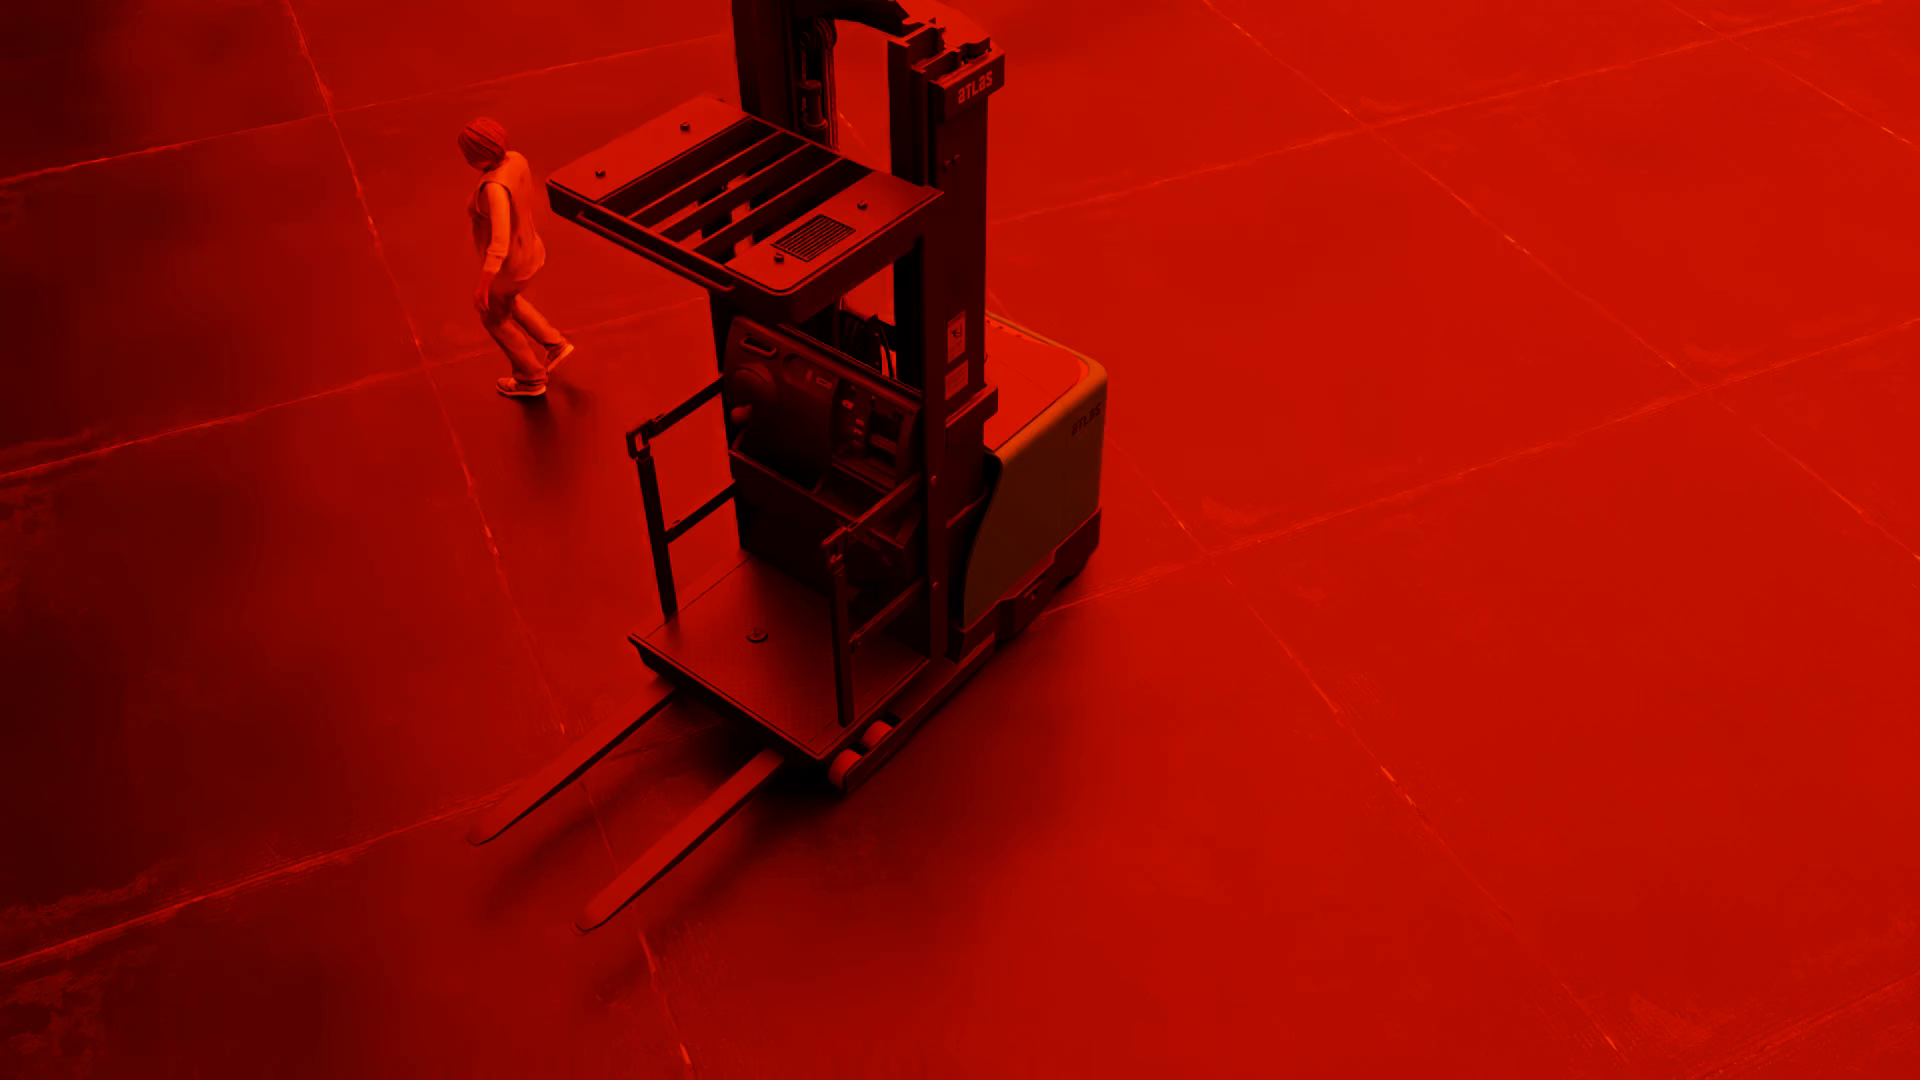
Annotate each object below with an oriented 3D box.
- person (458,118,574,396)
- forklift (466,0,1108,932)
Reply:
[{"bbox_3d":[-2.245,-1.337,8.120,0.425,1.568,0.647,9,44,9],"label":"person"},{"bbox_3d":[-0.667,-0.444,6.156,1.130,2.935,3.031,29,50,27],"label":"forklift"}]
